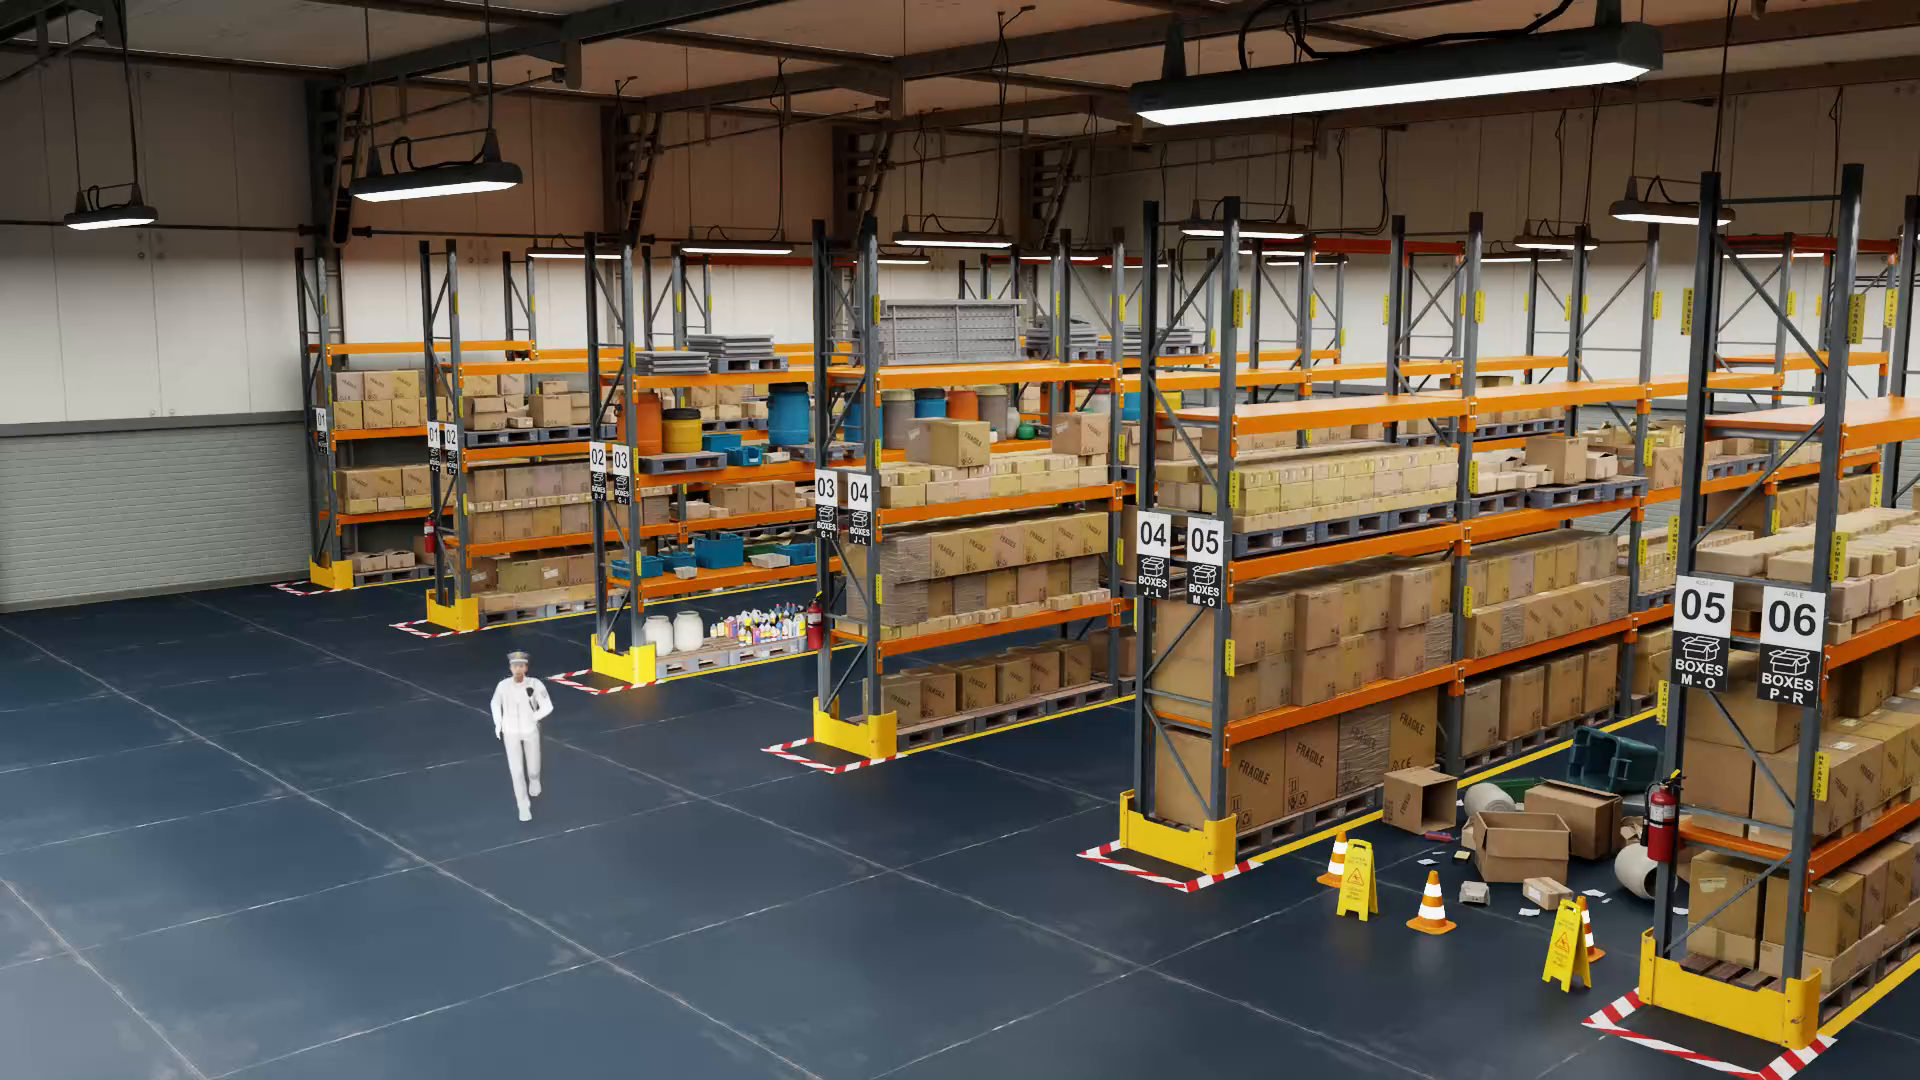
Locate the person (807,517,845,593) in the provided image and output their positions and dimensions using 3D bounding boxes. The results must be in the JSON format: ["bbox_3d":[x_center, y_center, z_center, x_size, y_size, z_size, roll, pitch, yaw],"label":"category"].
[{"bbox_3d":[-2.232,0.041,27.465,0.531,1.615,0.806,6,10,37],"label":"person"}]

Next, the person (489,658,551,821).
[{"bbox_3d":[-4.316,1.966,16.297,0.589,1.653,0.528,-1,8,-9],"label":"person"}]
